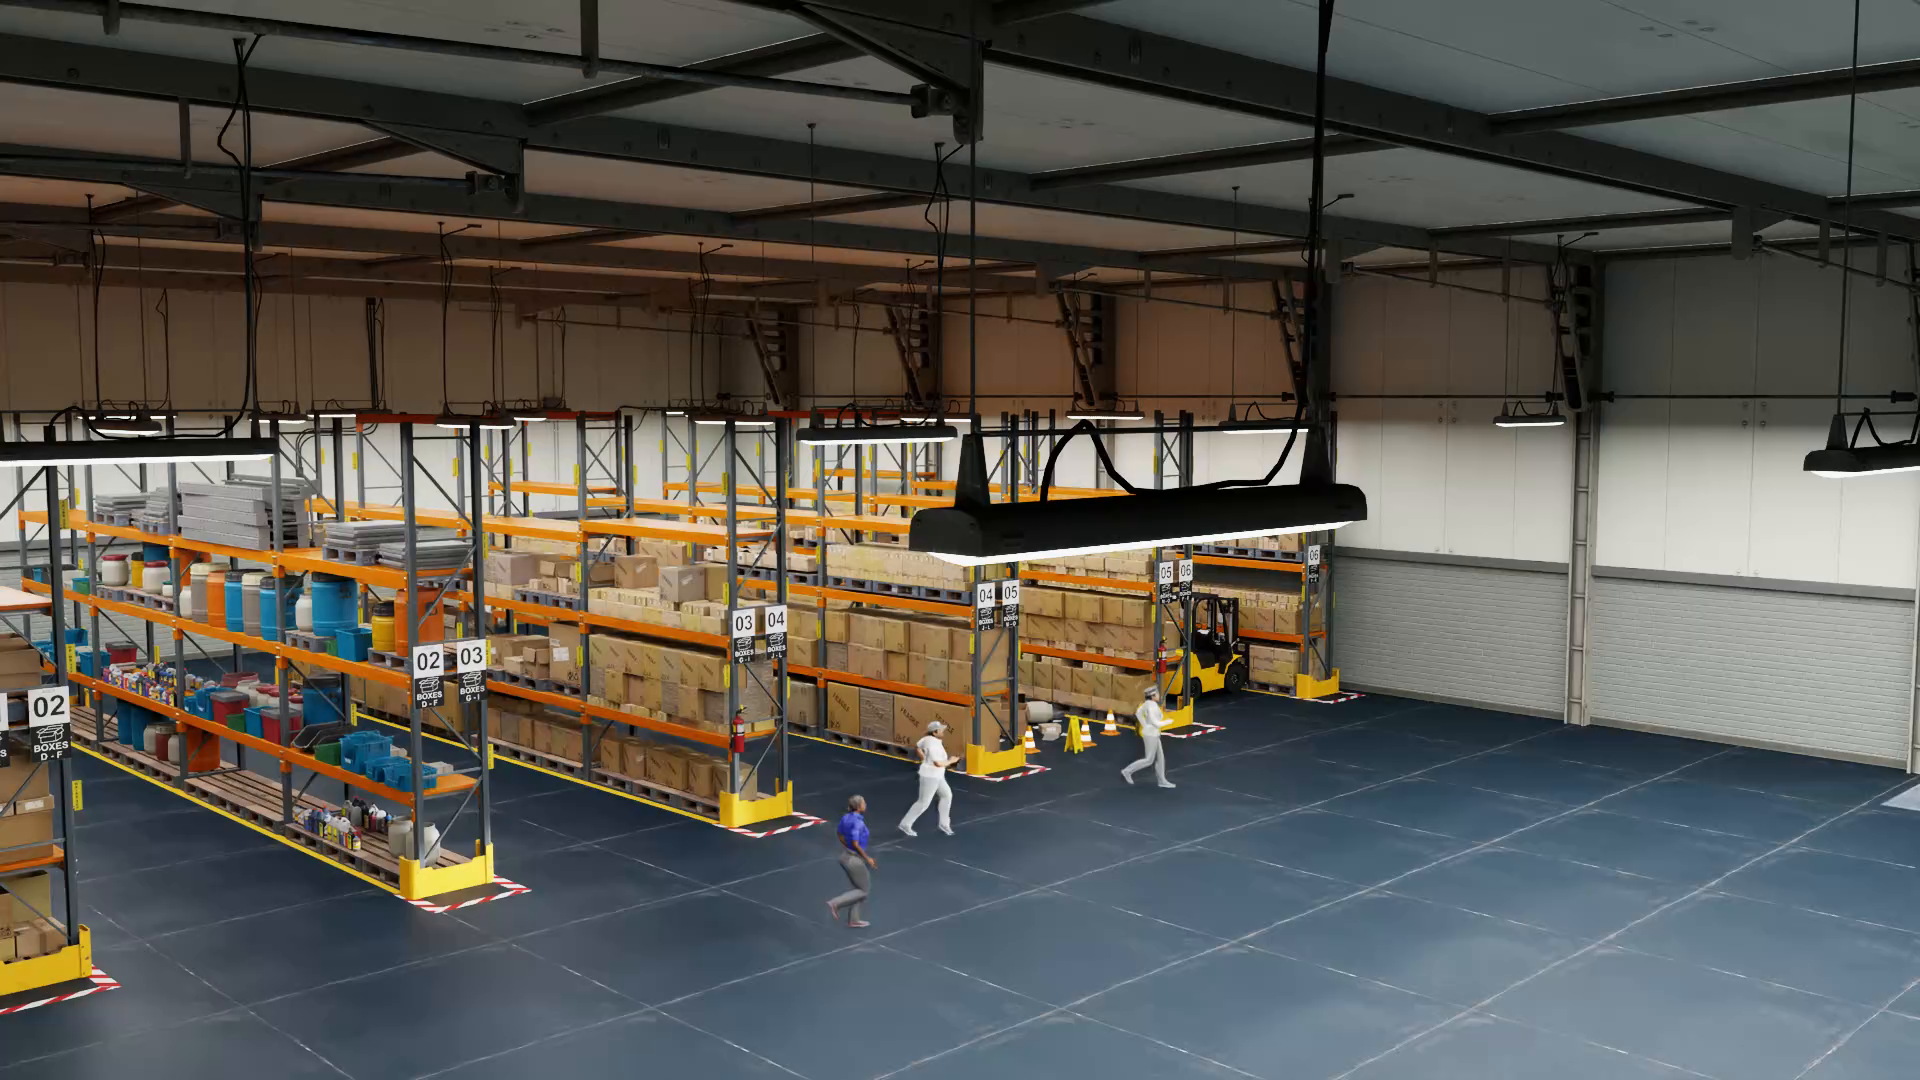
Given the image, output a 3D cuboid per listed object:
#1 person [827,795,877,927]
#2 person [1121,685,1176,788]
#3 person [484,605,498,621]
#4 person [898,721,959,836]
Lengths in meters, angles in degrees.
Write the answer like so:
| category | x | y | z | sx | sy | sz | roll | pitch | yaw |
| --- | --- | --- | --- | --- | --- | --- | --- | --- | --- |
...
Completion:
| category | x | y | z | sx | sy | sz | roll | pitch | yaw |
| --- | --- | --- | --- | --- | --- | --- | --- | --- | --- |
| person | -1.334 | 3.829 | 19.732 | 0.587 | 1.612 | 0.561 | -2 | 5 | -26 |
| person | 3.033 | 3.155 | 26.716 | 0.886 | 1.675 | 0.612 | 0 | 5 | 1 |
| person | -11.435 | 1.976 | 40.560 | 0.672 | 1.714 | 0.843 | -4 | 7 | -42 |
| person | -0.452 | 3.442 | 23.830 | 0.874 | 1.716 | 0.611 | 0 | 5 | -4 |
